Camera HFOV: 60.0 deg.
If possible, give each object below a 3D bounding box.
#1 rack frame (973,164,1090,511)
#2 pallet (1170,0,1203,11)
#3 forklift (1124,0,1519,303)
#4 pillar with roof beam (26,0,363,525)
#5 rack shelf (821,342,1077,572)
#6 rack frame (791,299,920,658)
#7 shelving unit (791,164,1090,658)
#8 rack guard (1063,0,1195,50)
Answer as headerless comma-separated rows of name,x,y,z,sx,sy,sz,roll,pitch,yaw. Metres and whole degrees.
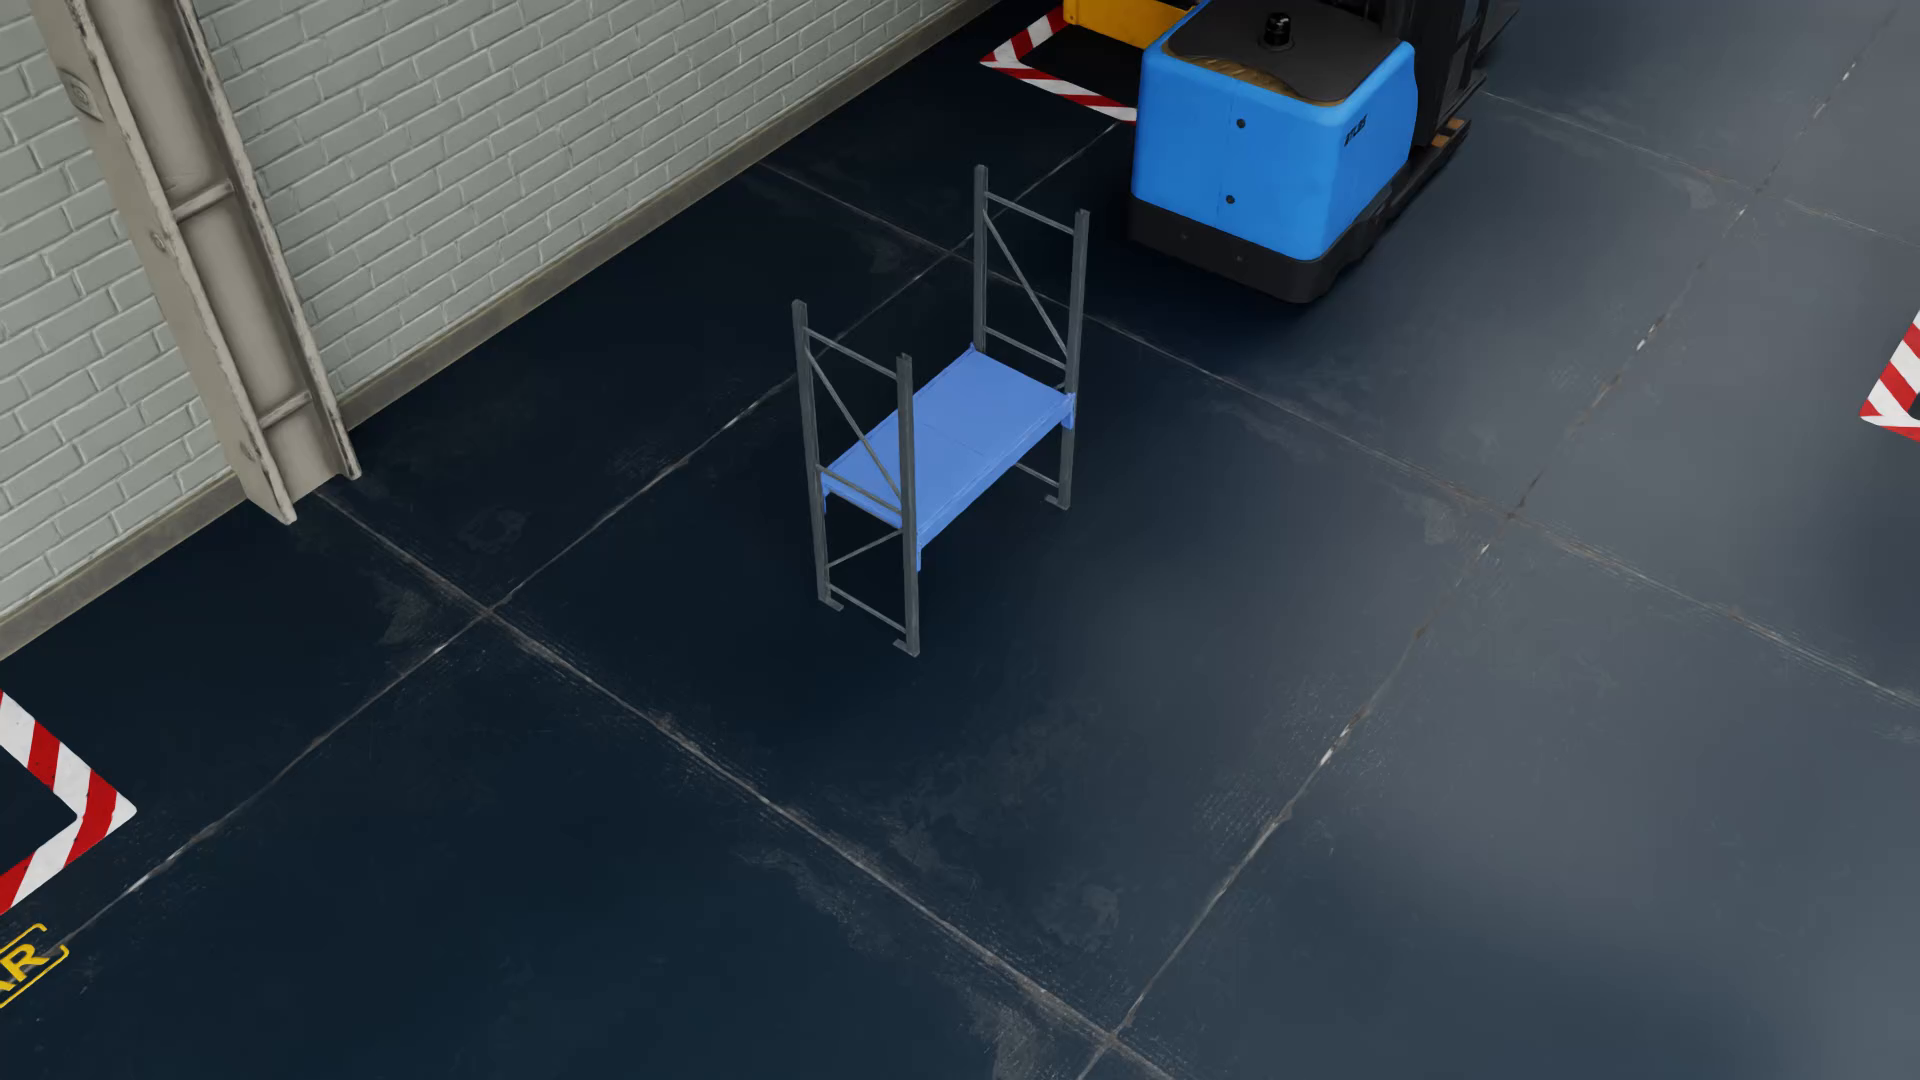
rack frame,0.259,-0.760,6.604,0.500,1.500,0.032,29,53,25
pallet,1.675,-3.457,10.071,1.003,0.211,1.213,29,53,25
forklift,2.069,-3.170,7.916,1.130,2.935,3.031,27,52,23
pillar with roof beam,0.585,-1.446,2.073,9.100,9.000,0.400,29,53,25
rack shelf,-0.052,-0.345,6.456,0.538,0.185,1.000,29,53,25
rack frame,-0.363,-0.178,6.048,0.500,1.500,0.032,29,53,25
shelving unit,-0.052,-0.469,6.326,0.538,1.500,1.048,29,53,25
rack guard,1.150,-3.107,9.537,1.175,0.500,0.348,29,53,25
